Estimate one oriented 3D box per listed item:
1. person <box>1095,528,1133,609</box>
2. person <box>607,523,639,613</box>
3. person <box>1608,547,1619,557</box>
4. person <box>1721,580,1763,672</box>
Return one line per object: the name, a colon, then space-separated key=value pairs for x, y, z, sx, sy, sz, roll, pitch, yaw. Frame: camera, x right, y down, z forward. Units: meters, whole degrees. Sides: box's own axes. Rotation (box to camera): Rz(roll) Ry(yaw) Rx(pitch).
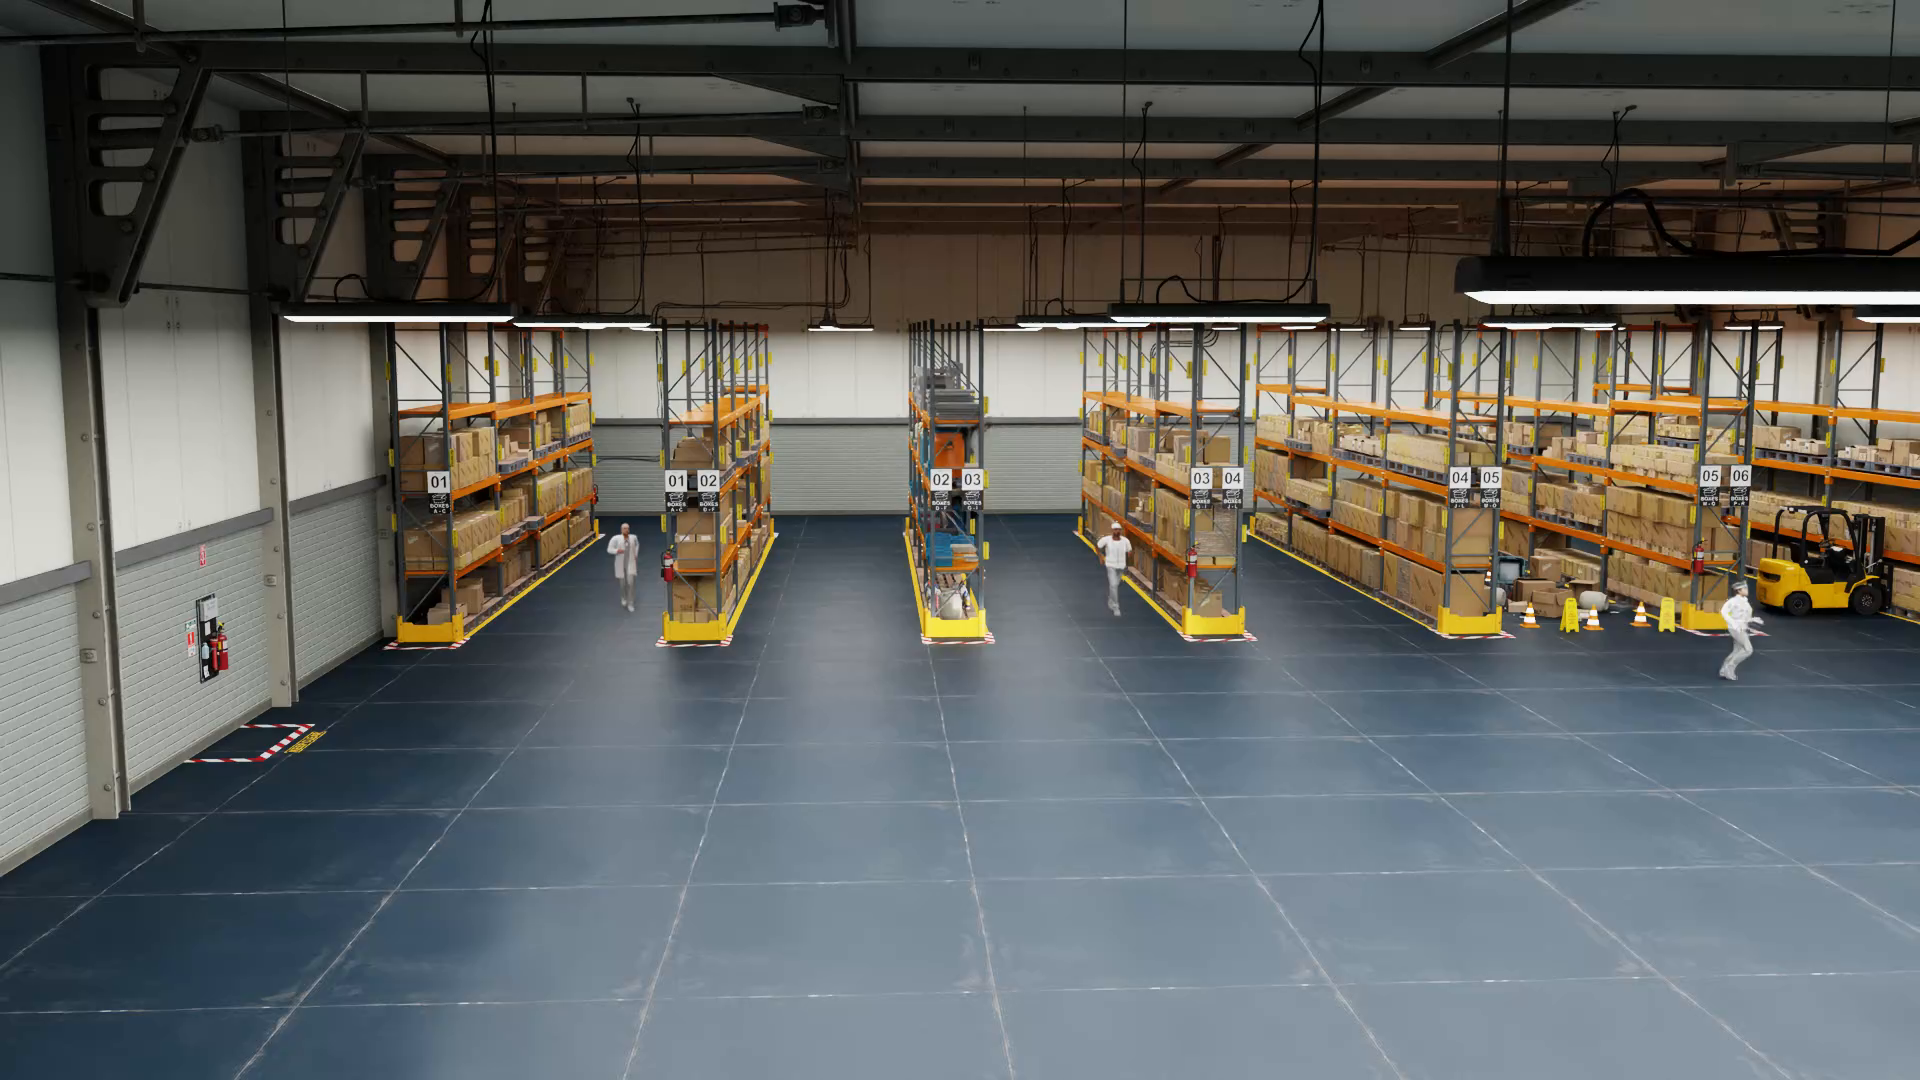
person: x=3.076 y=0.504 z=32.971 sx=0.690 sy=1.637 sz=0.810 roll=-2 pitch=7 yaw=-14
person: x=-7.017 y=0.602 z=34.713 sx=0.676 sy=1.735 sz=0.957 roll=-2 pitch=7 yaw=-18
person: x=15.812 y=-0.091 z=40.037 sx=0.659 sy=1.629 sz=0.823 roll=-1 pitch=7 yaw=-5
person: x=12.945 y=1.455 z=27.542 sx=0.600 sy=1.588 sz=0.588 roll=7 pitch=10 yaw=43
